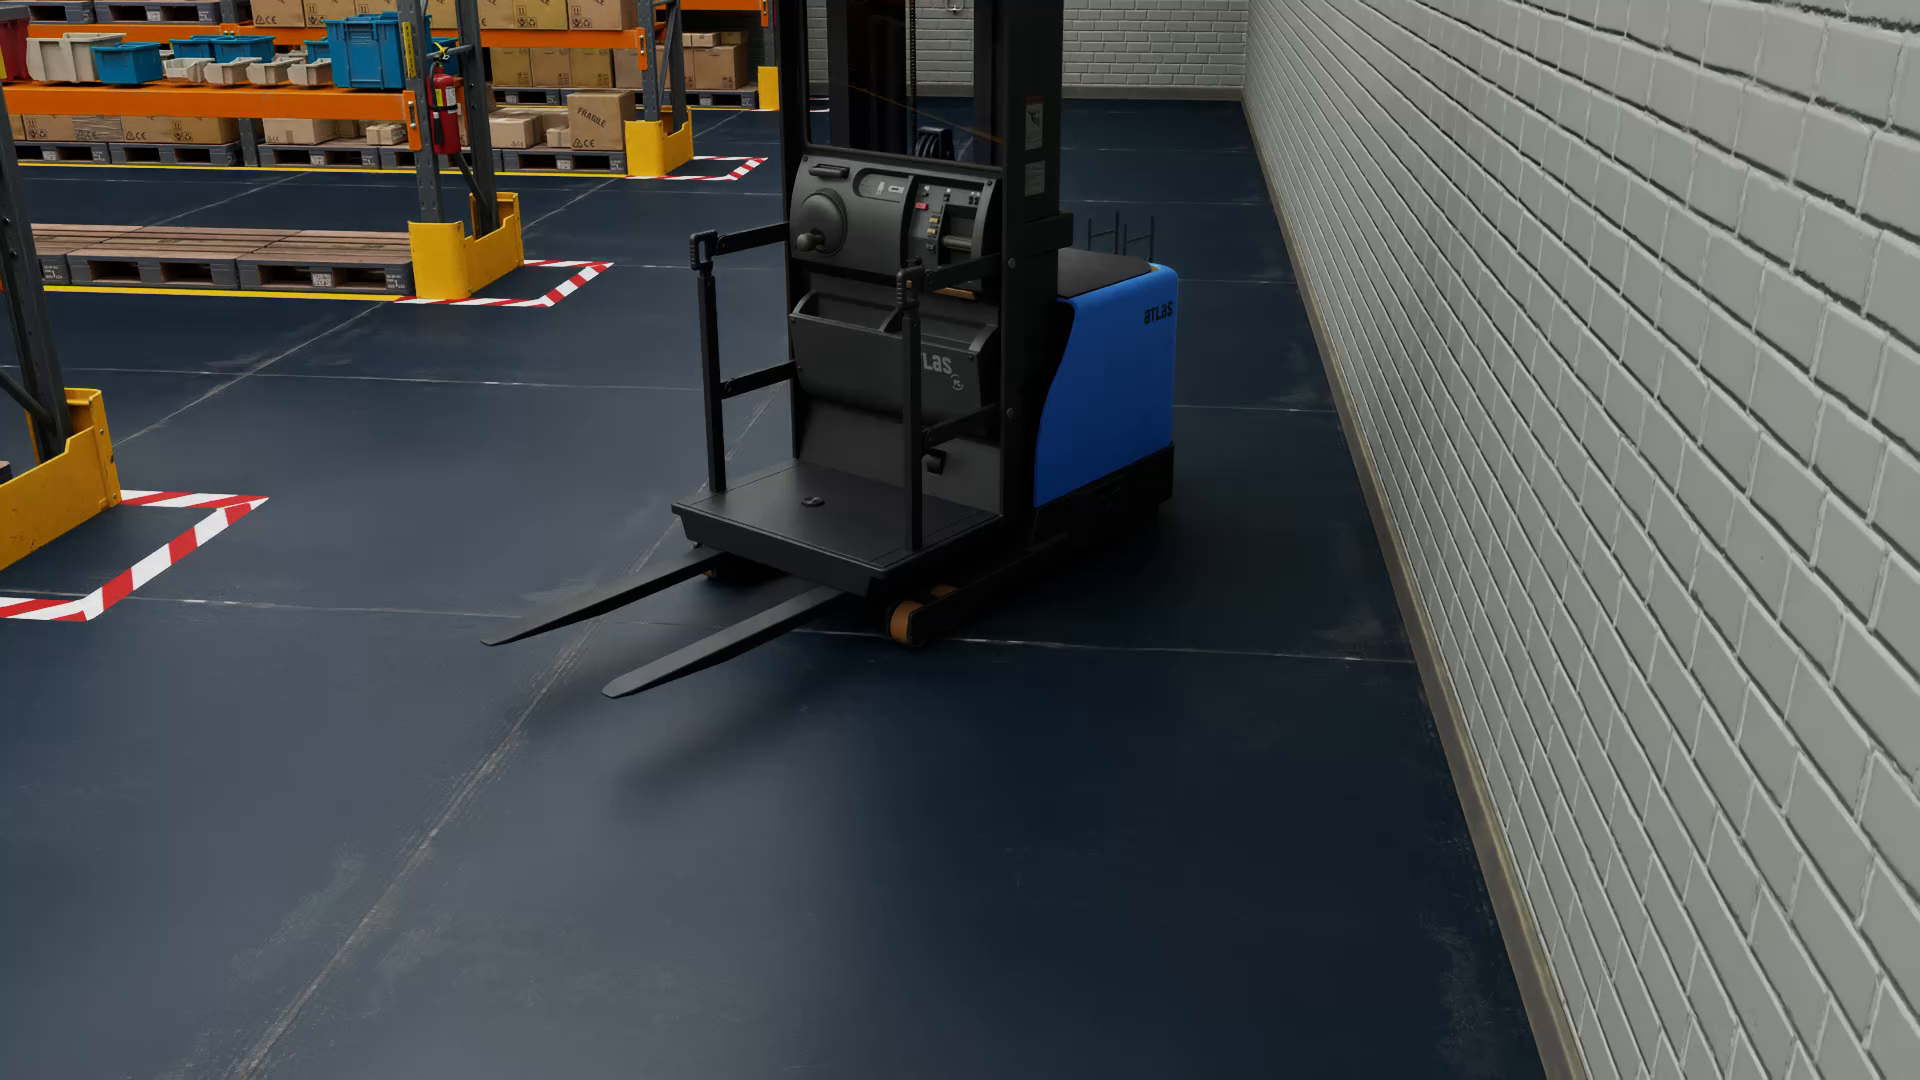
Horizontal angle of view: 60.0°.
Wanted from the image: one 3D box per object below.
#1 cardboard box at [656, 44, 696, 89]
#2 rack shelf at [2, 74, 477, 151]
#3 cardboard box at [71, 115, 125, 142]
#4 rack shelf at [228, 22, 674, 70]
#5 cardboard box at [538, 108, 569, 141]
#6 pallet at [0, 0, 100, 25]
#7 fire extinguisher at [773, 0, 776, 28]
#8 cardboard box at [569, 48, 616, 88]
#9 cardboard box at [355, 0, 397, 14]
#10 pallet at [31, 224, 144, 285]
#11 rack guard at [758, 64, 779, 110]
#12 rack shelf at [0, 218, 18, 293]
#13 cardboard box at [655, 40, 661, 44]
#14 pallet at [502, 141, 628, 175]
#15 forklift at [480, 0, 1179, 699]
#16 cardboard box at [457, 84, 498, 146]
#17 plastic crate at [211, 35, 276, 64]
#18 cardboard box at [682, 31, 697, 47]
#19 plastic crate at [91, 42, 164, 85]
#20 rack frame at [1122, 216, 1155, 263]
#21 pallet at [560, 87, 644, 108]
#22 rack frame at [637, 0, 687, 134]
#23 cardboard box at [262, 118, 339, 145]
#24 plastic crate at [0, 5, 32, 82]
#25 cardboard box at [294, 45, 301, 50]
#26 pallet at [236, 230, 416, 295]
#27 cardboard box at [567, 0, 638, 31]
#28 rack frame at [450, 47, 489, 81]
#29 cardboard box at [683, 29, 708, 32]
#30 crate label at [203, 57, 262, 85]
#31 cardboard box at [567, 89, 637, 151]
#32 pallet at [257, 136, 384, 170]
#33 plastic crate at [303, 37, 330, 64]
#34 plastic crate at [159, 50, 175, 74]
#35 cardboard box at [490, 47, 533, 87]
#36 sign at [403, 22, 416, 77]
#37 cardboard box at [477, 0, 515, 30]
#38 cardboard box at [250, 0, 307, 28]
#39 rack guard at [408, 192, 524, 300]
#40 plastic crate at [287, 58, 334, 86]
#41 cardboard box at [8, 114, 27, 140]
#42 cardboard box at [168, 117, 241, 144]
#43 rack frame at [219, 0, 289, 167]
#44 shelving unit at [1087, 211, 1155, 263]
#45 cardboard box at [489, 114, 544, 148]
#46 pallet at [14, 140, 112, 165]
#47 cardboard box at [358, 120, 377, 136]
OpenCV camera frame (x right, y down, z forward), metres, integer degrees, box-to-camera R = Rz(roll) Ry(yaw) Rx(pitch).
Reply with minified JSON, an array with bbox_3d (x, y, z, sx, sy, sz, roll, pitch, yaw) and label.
[{"bbox_3d":[-3.427,-5.852,20.492,0.500,0.500,0.700,2,22,6],"label":"cardboard box"},{"bbox_3d":[-5.375,-2.939,11.272,4.000,0.370,1.077,2,22,6],"label":"rack shelf"},{"bbox_3d":[-8.286,-4.174,16.218,0.500,0.500,0.500,3,22,7],"label":"cardboard box"},{"bbox_3d":[-4.788,-4.747,15.846,4.000,0.370,1.077,2,22,6],"label":"rack shelf"},{"bbox_3d":[-3.805,-4.070,16.296,0.500,0.250,0.500,2,22,6],"label":"cardboard box"},{"bbox_3d":[-8.815,-5.170,16.197,1.213,0.211,1.003,2,22,6],"label":"pallet"},{"bbox_3d":[-2.127,-6.420,19.710,0.183,0.674,0.296,2,22,6],"label":"fire extinguisher"},{"bbox_3d":[-4.457,-5.894,20.598,0.500,0.500,0.700,3,22,8],"label":"cardboard box"},{"bbox_3d":[-5.295,-5.050,15.497,0.500,0.500,0.500,2,22,6],"label":"cardboard box"},{"bbox_3d":[-6.626,-2.046,11.827,1.213,0.211,1.003,2,22,6],"label":"pallet"},{"bbox_3d":[-2.199,-5.641,20.527,0.348,0.500,1.175,2,22,6],"label":"rack guard"},{"bbox_3d":[-5.958,-1.131,6.698,4.000,0.370,1.077,2,22,6],"label":"rack shelf"},{"bbox_3d":[-3.786,-6.243,20.598,0.250,0.149,0.380,3,22,7],"label":"cardboard box"},{"bbox_3d":[-3.669,-3.736,16.103,1.213,0.211,1.003,2,22,6],"label":"pallet"},{"bbox_3d":[-0.387,-1.184,5.947,1.130,2.935,3.031,16,27,35],"label":"forklift"},{"bbox_3d":[-4.908,-4.133,16.110,0.637,0.503,0.797,2,22,6],"label":"cardboard box"},{"bbox_3d":[-4.903,-3.325,11.416,0.300,0.233,0.416,2,22,6],"label":"plastic crate"},{"bbox_3d":[-3.333,-6.082,20.191,0.250,0.149,0.380,3,22,8],"label":"cardboard box"},{"bbox_3d":[-5.458,-3.132,10.929,0.300,0.233,0.416,2,22,6],"label":"plastic crate"},{"bbox_3d":[0.772,-0.821,7.385,0.006,1.200,0.240,16,27,35],"label":"rack frame"},{"bbox_3d":[-4.234,-5.567,20.734,1.213,0.211,1.003,2,22,6],"label":"pallet"},{"bbox_3d":[-2.802,-4.995,15.495,0.127,3.000,1.000,2,22,6],"label":"rack frame"},{"bbox_3d":[-6.383,-4.025,16.101,0.500,0.311,0.500,2,22,6],"label":"cardboard box"},{"bbox_3d":[-6.504,-3.288,11.007,0.583,0.464,0.402,2,22,6],"label":"plastic crate"},{"bbox_3d":[-8.583,-6.226,20.960,0.750,0.750,0.750,2,22,6],"label":"cardboard box"},{"bbox_3d":[-4.203,-1.940,11.560,1.213,0.211,1.003,2,22,6],"label":"pallet"},{"bbox_3d":[-3.279,-4.962,15.274,0.500,0.500,0.500,3,22,8],"label":"cardboard box"},{"bbox_3d":[-6.195,-6.977,20.508,0.127,3.000,1.000,2,22,6],"label":"rack frame"},{"bbox_3d":[-3.285,-6.222,20.543,0.250,0.149,0.380,3,22,6],"label":"cardboard box"},{"bbox_3d":[-4.785,-3.082,10.934,0.243,0.136,0.396,2,22,6],"label":"crate label"},{"bbox_3d":[-3.371,-3.971,15.706,0.500,0.500,0.500,2,22,6],"label":"cardboard box"},{"bbox_3d":[-6.092,-3.841,16.370,1.213,0.211,1.003,2,22,6],"label":"pallet"},{"bbox_3d":[-4.249,-3.296,11.344,0.300,0.233,0.416,2,22,6],"label":"plastic crate"},{"bbox_3d":[-5.596,-3.300,11.483,0.466,0.136,0.293,2,22,6],"label":"plastic crate"},{"bbox_3d":[-5.464,-5.940,20.714,0.500,0.500,0.700,3,22,7],"label":"cardboard box"},{"bbox_3d":[-3.437,-3.061,10.381,0.005,0.325,0.100,2,22,6],"label":"sign"},{"bbox_3d":[-4.289,-5.007,15.388,0.500,0.500,0.500,3,22,7],"label":"cardboard box"},{"bbox_3d":[-6.300,-5.093,15.607,0.500,0.500,0.500,3,22,8],"label":"cardboard box"},{"bbox_3d":[-3.363,-2.028,11.390,0.348,0.500,1.175,2,22,6],"label":"rack guard"},{"bbox_3d":[-4.220,-3.061,10.881,0.243,0.136,0.396,2,22,6],"label":"plastic crate"},{"bbox_3d":[-9.310,-4.215,16.324,0.500,0.500,0.500,2,22,6],"label":"cardboard box"},{"bbox_3d":[-7.298,-4.127,16.101,0.500,0.500,0.500,2,22,6],"label":"cardboard box"},{"bbox_3d":[-6.774,-5.168,15.933,0.127,3.000,1.000,2,22,6],"label":"rack frame"},{"bbox_3d":[0.700,-0.842,7.437,0.189,1.200,0.258,16,27,35],"label":"shelving unit"},{"bbox_3d":[-4.311,-3.907,15.884,0.500,0.250,0.500,2,22,6],"label":"cardboard box"},{"bbox_3d":[-8.801,-3.945,16.631,1.213,0.211,1.003,2,22,6],"label":"pallet"},{"bbox_3d":[-5.796,-4.132,16.590,0.250,0.149,0.380,2,22,6],"label":"cardboard box"}]
